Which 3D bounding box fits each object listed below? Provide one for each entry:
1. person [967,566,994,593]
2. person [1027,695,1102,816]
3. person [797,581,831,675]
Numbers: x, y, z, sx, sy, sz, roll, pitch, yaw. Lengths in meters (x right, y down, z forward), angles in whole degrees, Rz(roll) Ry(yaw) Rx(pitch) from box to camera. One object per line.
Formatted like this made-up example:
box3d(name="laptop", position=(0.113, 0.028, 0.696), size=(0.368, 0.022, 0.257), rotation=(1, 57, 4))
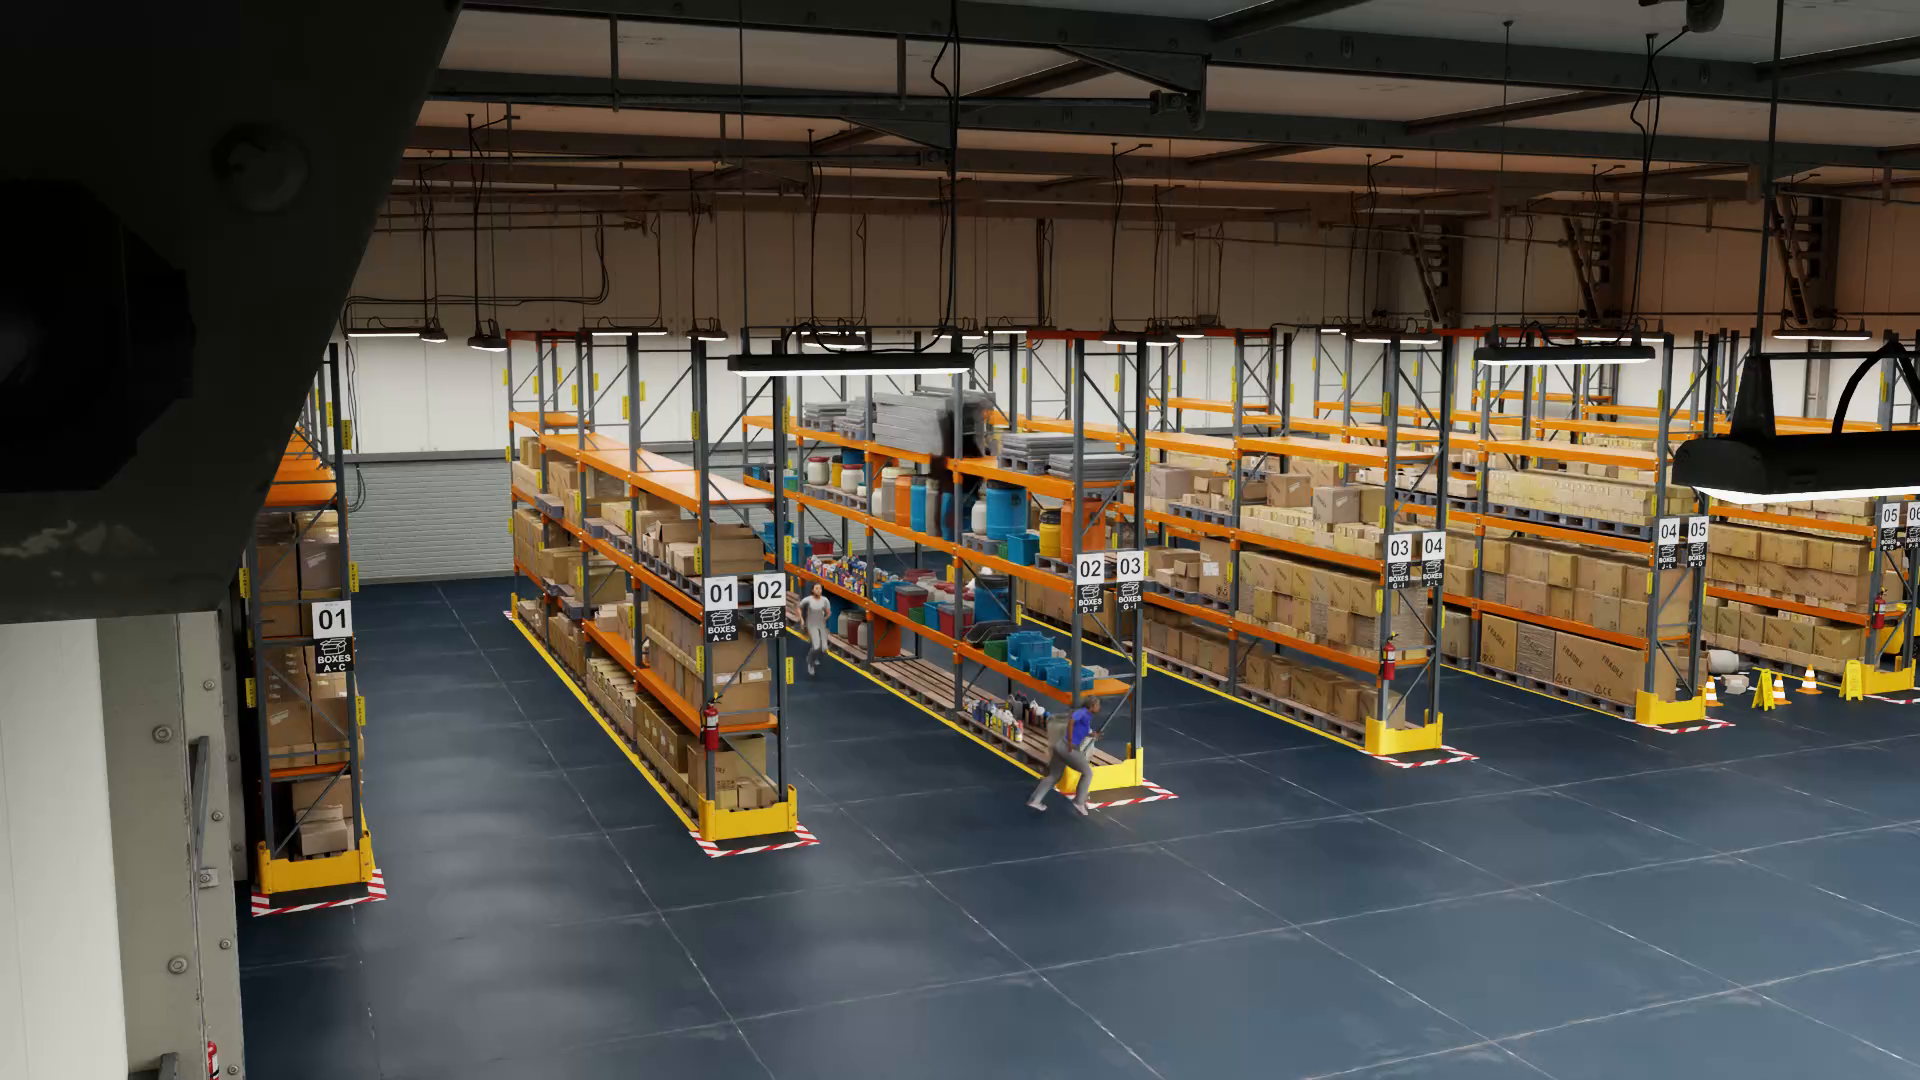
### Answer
box3d(name="person", position=(0.319, 1.298, 31.051), size=(0.743, 1.716, 1.045), rotation=(-5, 9, -34))
box3d(name="person", position=(1.325, 2.751, 20.981), size=(0.964, 1.604, 0.619), rotation=(-1, 8, -7))
box3d(name="person", position=(-2.468, 1.516, 28.550), size=(0.552, 1.614, 0.622), rotation=(-4, 9, -26))
